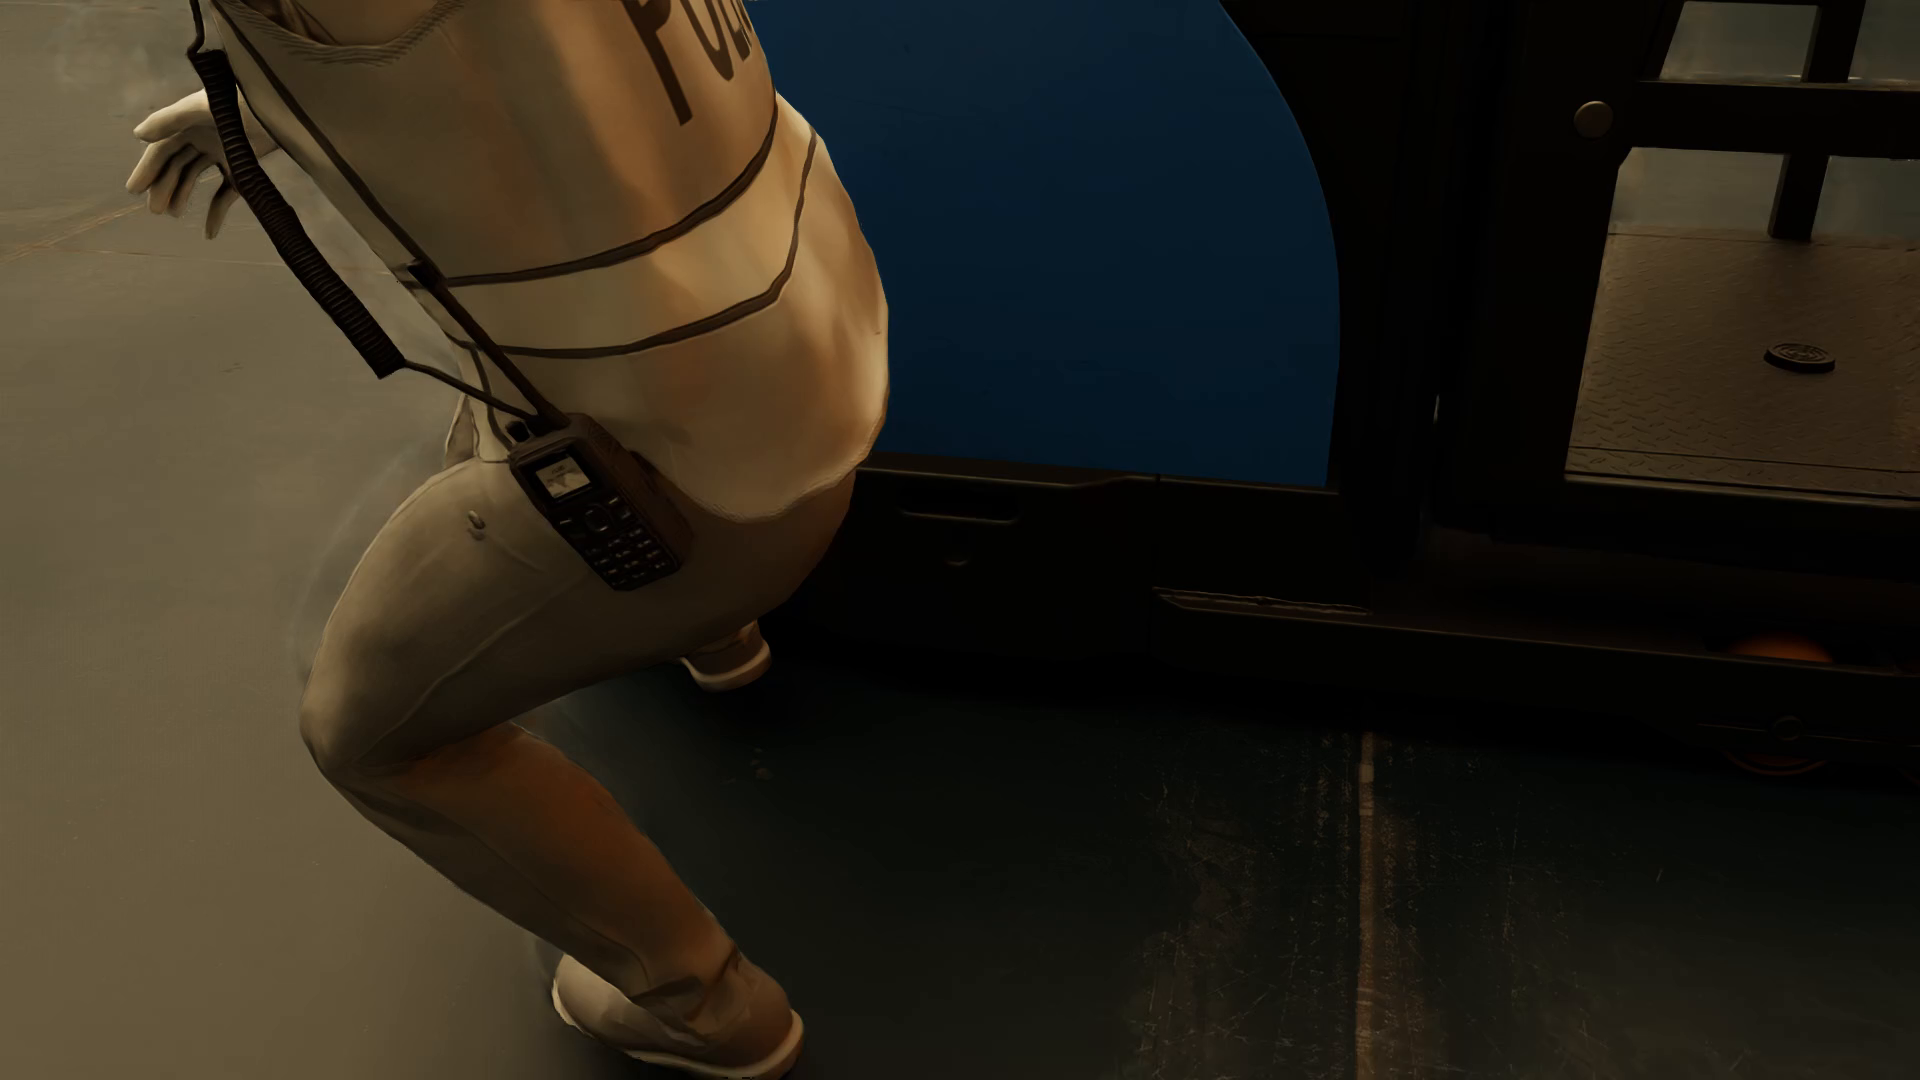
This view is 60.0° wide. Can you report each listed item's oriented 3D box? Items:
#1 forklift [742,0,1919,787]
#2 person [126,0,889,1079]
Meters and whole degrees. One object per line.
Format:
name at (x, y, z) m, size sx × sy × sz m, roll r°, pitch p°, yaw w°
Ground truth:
forklift at (0.968, -1.276, 1.775) m, size 3.031 × 2.935 × 1.130 m, roll 5°, pitch 27°, yaw 10°
person at (-0.440, -0.172, 1.305) m, size 0.793 × 1.428 × 1.334 m, roll 1°, pitch 27°, yaw 2°
